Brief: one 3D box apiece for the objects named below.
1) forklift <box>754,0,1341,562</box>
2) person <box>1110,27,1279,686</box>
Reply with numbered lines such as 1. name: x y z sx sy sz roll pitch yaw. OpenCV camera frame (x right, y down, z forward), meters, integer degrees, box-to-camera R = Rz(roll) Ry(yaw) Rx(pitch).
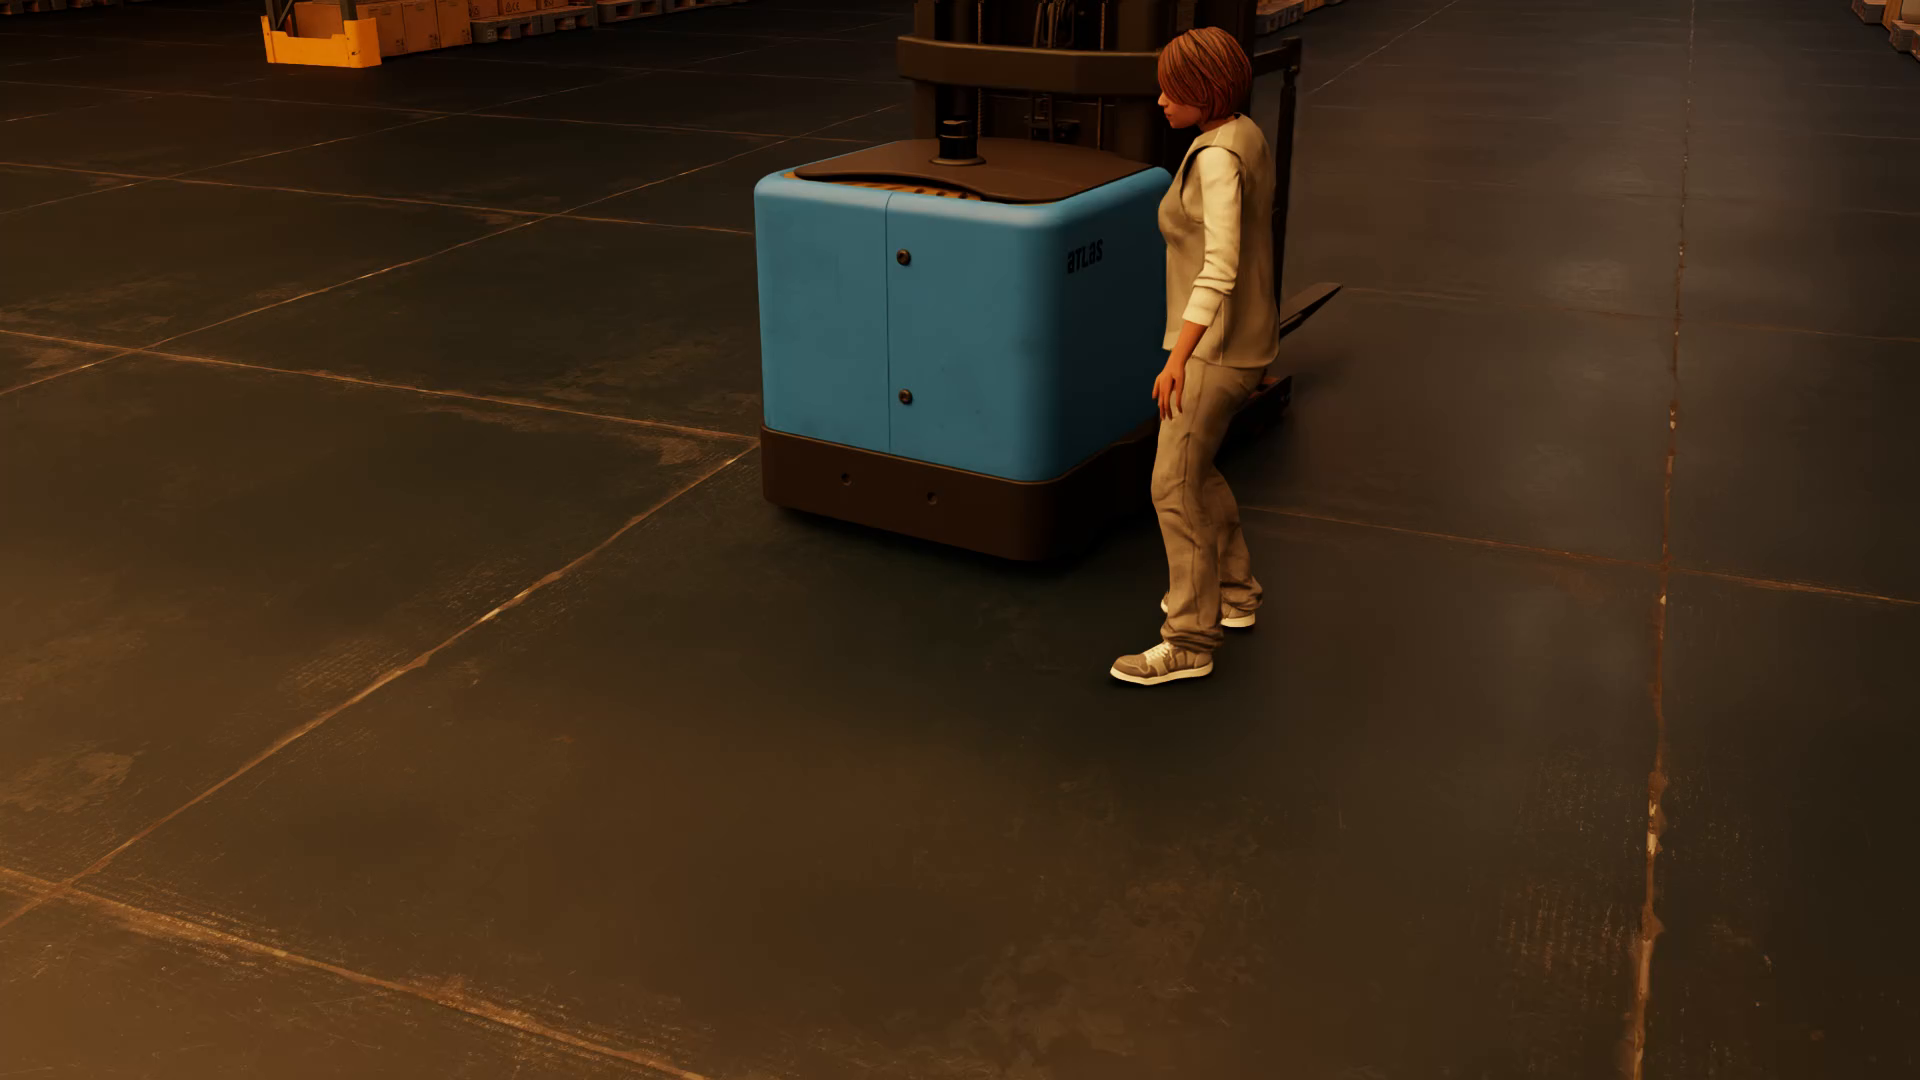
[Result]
1. forklift: 0.569 -1.812 5.628 1.130 2.935 3.031 13 26 28
2. person: 0.628 -0.465 4.176 0.341 1.572 0.678 6 23 14
